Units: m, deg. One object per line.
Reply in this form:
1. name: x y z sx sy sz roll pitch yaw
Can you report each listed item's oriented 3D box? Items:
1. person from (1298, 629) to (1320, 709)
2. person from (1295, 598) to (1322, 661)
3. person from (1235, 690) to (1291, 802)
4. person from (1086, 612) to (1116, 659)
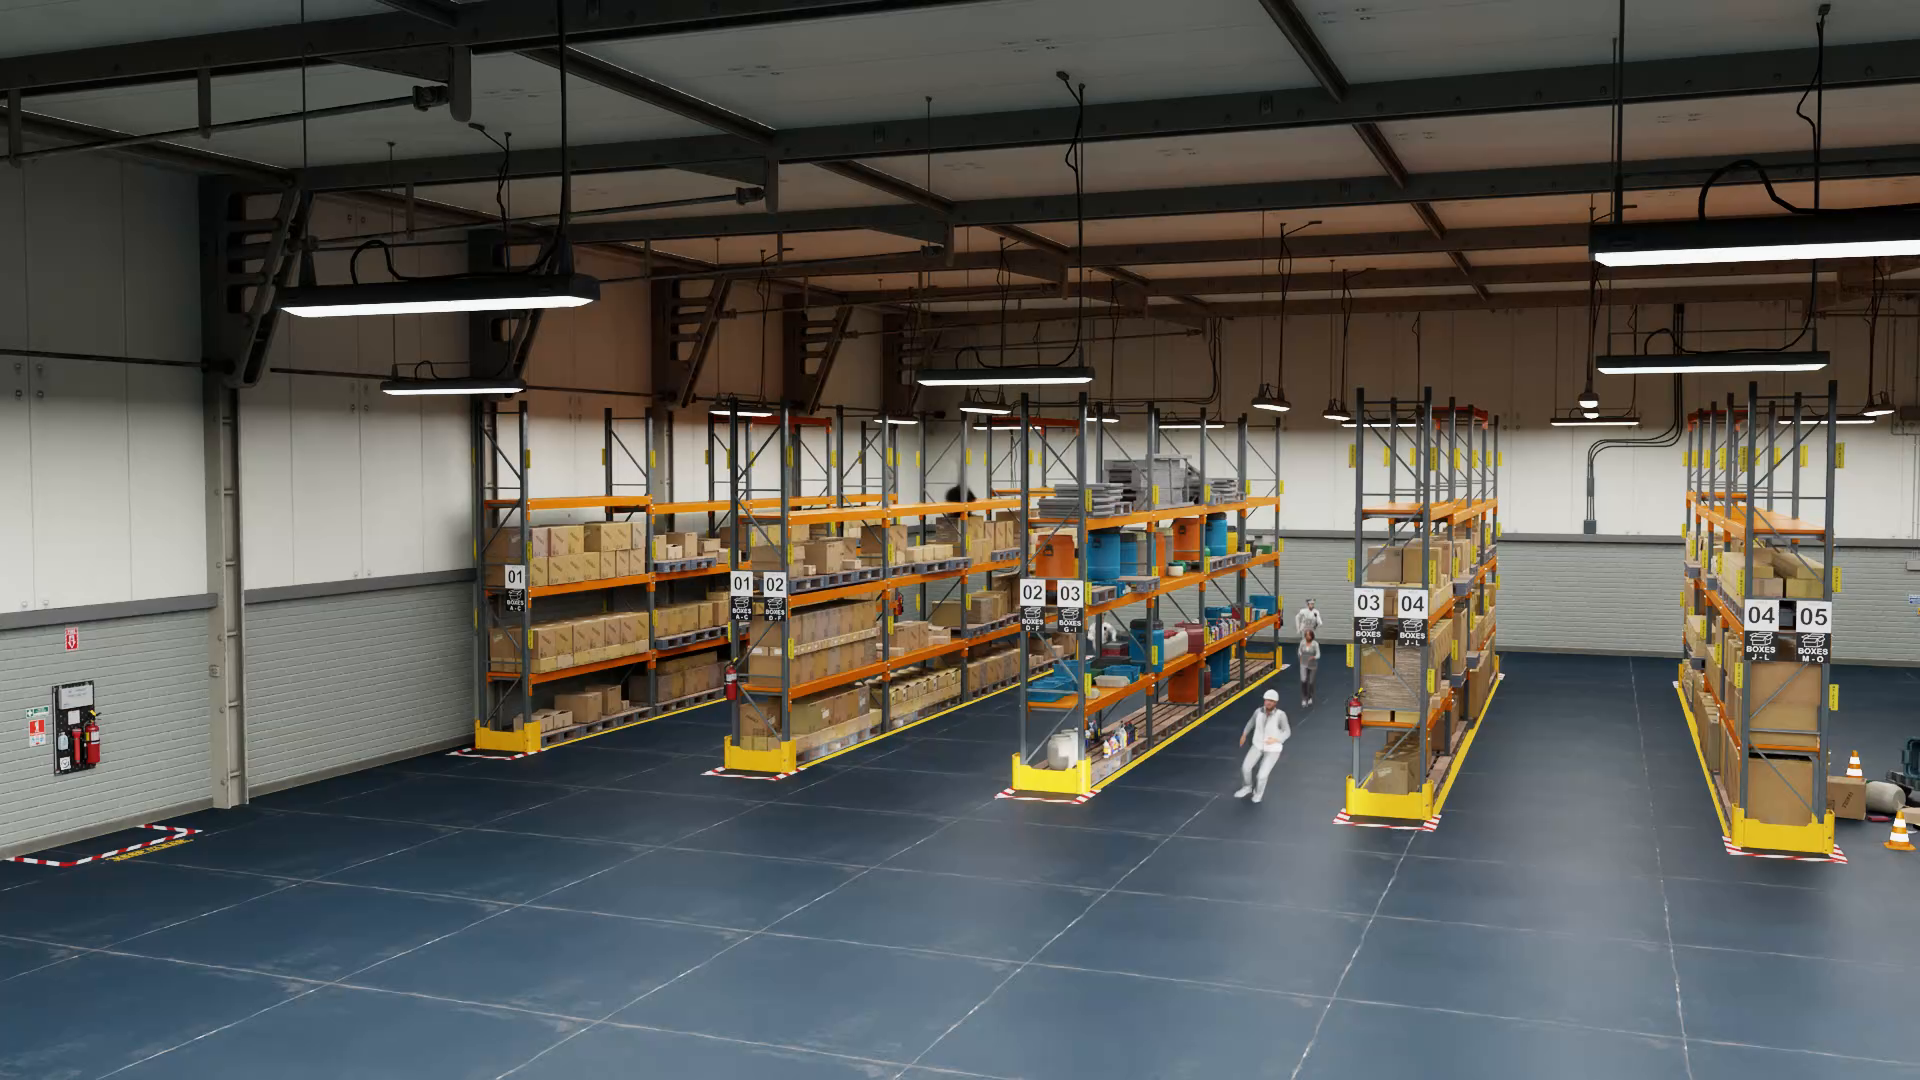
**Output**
1. person: 7.024 2.590 33.464 0.426 1.602 0.789 1 3 12
2. person: 8.419 2.225 40.188 0.585 1.669 0.941 -1 3 -15
3. person: 4.386 2.999 24.132 0.844 1.674 0.618 1 3 26
4. person: 3.062 2.354 36.168 0.588 1.660 0.814 1 3 18
